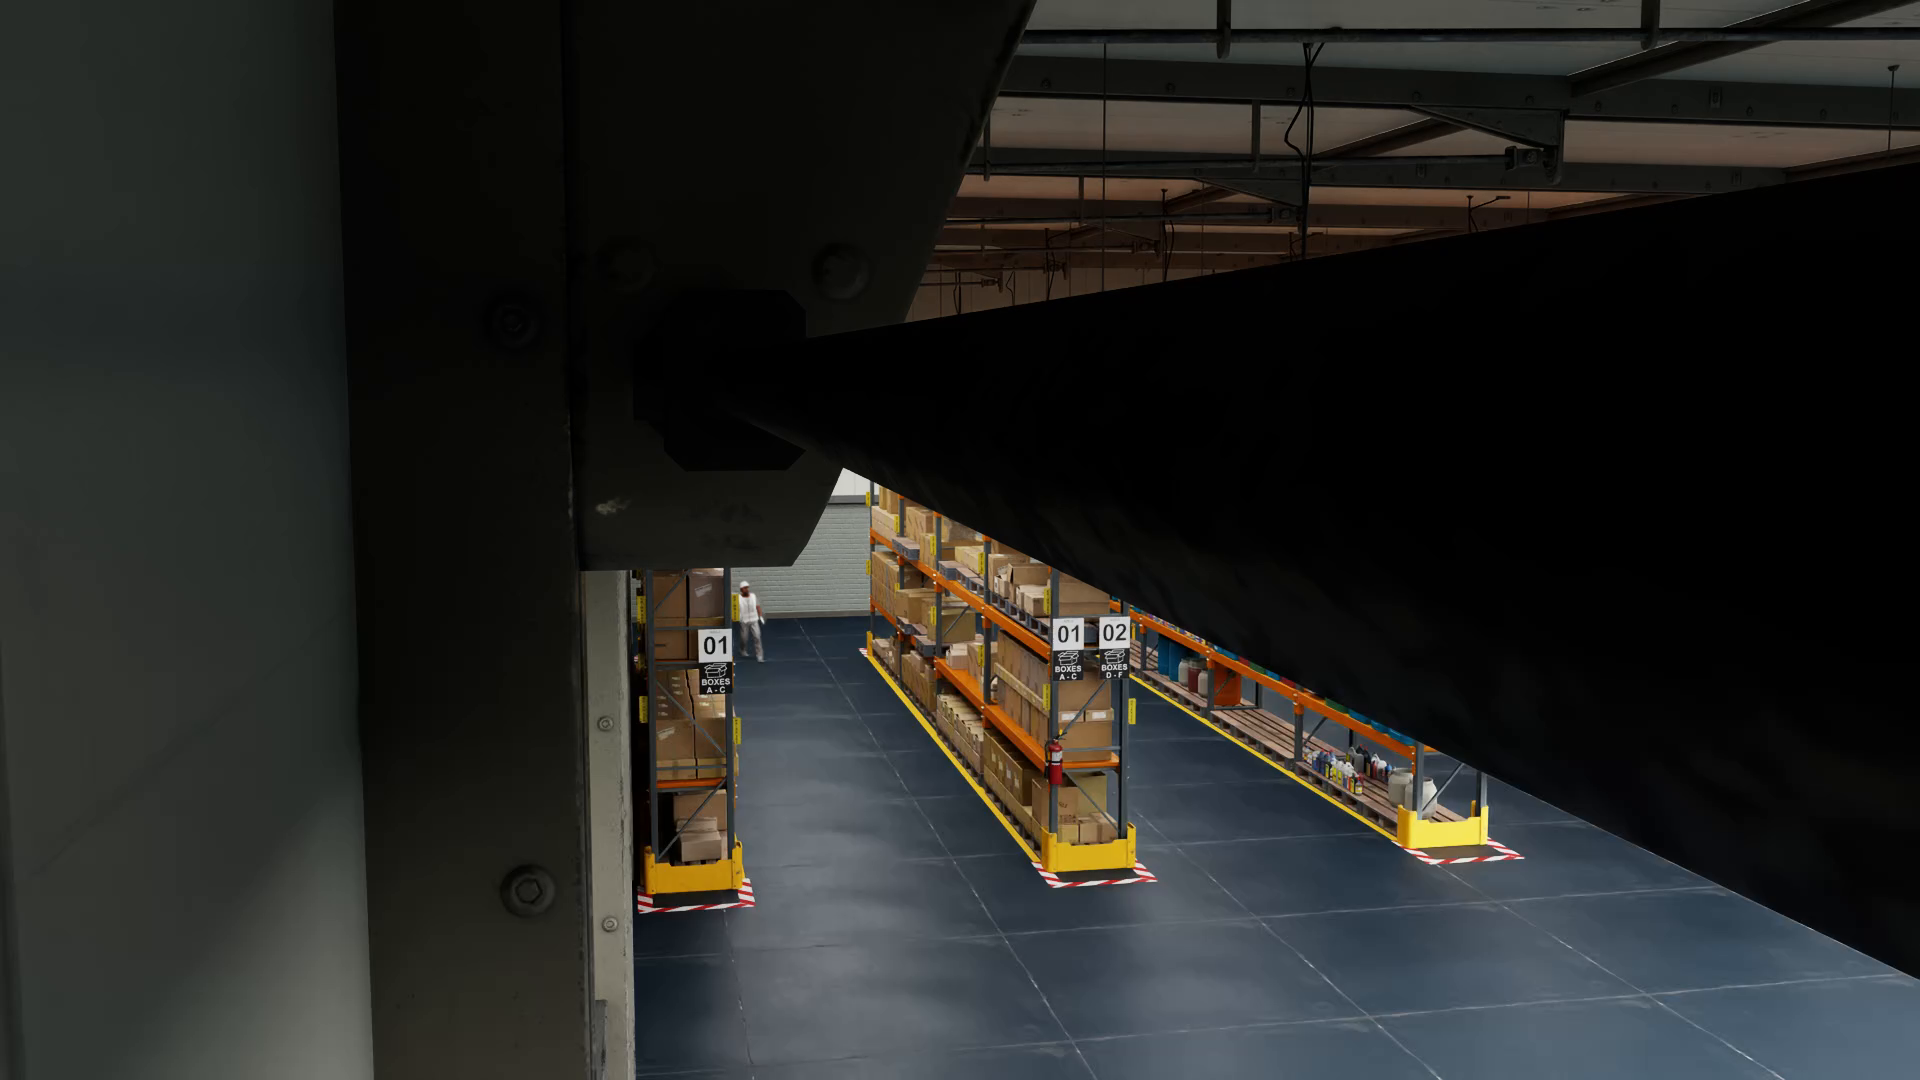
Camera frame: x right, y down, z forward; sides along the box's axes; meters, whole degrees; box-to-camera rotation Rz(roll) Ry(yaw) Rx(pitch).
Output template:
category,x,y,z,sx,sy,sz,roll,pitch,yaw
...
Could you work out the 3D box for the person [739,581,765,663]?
category,x,y,z,sx,sy,sz,roll,pitch,yaw
person,-4.522,1.751,35.650,0.676,1.736,0.890,-2,6,-15
